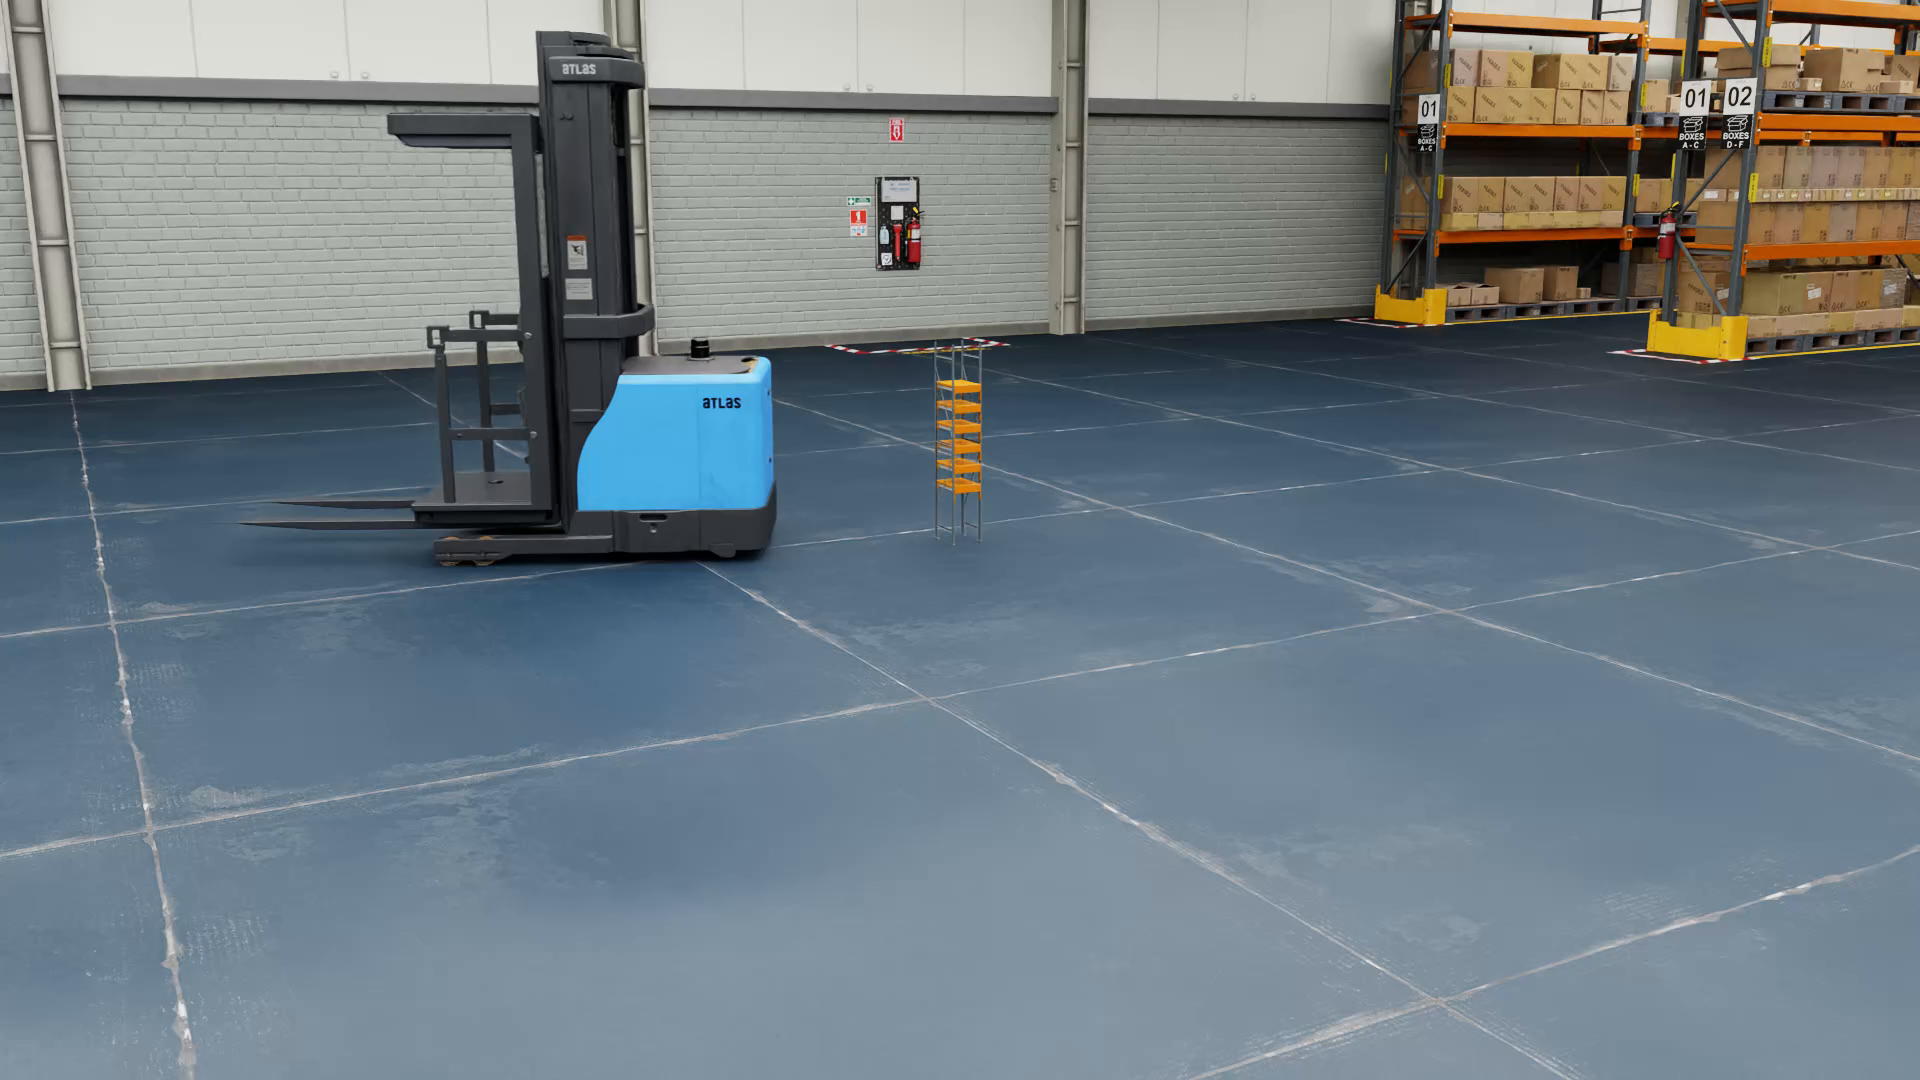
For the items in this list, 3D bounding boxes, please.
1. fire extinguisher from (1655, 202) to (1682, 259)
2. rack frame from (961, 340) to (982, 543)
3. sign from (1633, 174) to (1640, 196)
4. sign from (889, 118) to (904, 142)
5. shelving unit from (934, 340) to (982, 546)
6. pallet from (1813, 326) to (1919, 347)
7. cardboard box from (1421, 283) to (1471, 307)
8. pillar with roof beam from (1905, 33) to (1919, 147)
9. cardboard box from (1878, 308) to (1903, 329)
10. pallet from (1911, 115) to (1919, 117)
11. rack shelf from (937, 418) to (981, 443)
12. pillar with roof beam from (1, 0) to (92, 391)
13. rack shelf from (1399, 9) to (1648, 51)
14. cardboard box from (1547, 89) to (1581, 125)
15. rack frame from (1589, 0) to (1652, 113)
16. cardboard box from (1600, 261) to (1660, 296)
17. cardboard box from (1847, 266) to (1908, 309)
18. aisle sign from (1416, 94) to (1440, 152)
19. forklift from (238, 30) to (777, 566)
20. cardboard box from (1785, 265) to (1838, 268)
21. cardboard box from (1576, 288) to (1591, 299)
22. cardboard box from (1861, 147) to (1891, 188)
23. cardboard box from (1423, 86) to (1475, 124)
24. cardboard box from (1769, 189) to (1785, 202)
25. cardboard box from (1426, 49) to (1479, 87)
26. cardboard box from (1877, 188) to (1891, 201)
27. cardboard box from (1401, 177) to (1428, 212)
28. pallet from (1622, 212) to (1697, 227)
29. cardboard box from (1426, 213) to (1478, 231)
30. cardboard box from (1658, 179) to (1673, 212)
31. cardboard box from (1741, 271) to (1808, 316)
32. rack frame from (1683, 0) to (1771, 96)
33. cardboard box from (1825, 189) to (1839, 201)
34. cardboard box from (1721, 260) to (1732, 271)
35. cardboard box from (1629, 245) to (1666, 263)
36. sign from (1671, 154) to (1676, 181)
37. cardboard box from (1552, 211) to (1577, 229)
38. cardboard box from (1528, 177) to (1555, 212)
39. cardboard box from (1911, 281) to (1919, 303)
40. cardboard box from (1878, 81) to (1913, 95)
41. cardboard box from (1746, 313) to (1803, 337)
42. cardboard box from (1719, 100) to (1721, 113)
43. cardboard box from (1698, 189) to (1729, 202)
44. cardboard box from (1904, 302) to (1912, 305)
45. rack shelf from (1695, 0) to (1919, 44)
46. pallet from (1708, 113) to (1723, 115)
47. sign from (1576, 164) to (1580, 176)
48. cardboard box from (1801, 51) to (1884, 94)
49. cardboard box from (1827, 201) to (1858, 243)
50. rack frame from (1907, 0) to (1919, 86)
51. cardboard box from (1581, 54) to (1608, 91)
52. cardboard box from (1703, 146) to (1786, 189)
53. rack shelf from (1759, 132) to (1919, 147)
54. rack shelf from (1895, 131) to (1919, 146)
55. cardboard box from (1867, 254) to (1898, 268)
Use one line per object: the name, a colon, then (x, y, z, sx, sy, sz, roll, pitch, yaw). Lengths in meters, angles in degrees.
fire extinguisher: (8.561, -3.748, 20.109, 0.183, 0.674, 0.296, -7, 14, -28)
rack frame: (0.068, -0.593, 10.013, 0.006, 1.200, 0.240, -7, 14, -28)
sign: (10.288, -5.403, 25.312, 0.005, 0.325, 0.100, -7, 14, -28)
sign: (-0.798, -5.169, 20.966, 0.199, 0.298, 0.001, -7, 14, -28)
shelving unit: (-0.013, -0.584, 9.971, 0.189, 1.200, 0.258, -7, 14, -28)
pallet: (11.680, -2.694, 21.598, 1.213, 0.211, 1.003, -7, 14, -28)
cardboard box: (7.161, -3.622, 24.491, 0.500, 0.311, 0.500, -9, 15, -34)
pillar with roof beam: (19.306, -8.263, 26.330, 0.400, 9.000, 9.100, -7, 14, -28)
cardboard box: (11.652, -2.852, 21.254, 0.500, 0.250, 0.500, -7, 14, -28)
pallet: (13.166, -5.595, 21.743, 1.217, 0.209, 0.805, -8, 15, -30)
rack shelf: (-0.013, -0.658, 9.954, 0.180, 0.103, 0.258, -7, 14, -28)
pillar with roof beam: (-7.026, -5.107, 12.307, 0.400, 9.000, 9.100, -7, 14, -28)
rack shelf: (8.266, -7.448, 24.354, 4.000, 0.370, 1.077, -7, 14, -28)
cardboard box: (8.778, -6.389, 24.561, 0.500, 0.500, 0.500, -7, 15, -30)
rack frame: (10.021, -8.011, 25.209, 0.127, 3.000, 1.000, -7, 14, -28)
cardboard box: (10.659, -4.160, 26.452, 0.500, 0.500, 0.700, -6, 14, -26)
cardboard box: (11.651, -3.218, 21.174, 0.500, 0.500, 0.500, -7, 14, -28)
aisle sign: (6.591, -5.866, 23.422, 0.004, 0.787, 0.394, -7, 14, -28)
forklift: (-2.644, -1.401, 9.658, 3.031, 2.935, 1.130, -1, 13, -3)
cardboard box: (10.963, -3.265, 21.385, 0.500, 0.500, 0.500, -7, 14, -28)
cardboard box: (9.566, -3.854, 25.855, 0.250, 0.166, 0.380, -9, 16, -35)
cardboard box: (11.129, -4.658, 20.791, 0.500, 0.500, 0.700, -7, 14, -28)
cardboard box: (6.924, -6.172, 23.598, 0.500, 0.500, 0.500, -6, 14, -26)
cardboard box: (9.565, -4.102, 19.801, 0.250, 0.149, 0.380, -7, 15, -29)
cardboard box: (6.965, -6.667, 23.518, 0.500, 0.500, 0.500, -8, 15, -32)
cardboard box: (11.368, -4.318, 20.761, 0.250, 0.149, 0.380, -7, 14, -28)
cardboard box: (6.822, -5.056, 24.332, 0.500, 0.500, 0.500, -7, 14, -28)
pallet: (10.762, -5.043, 26.122, 1.213, 0.211, 1.003, -7, 14, -28)
cardboard box: (7.091, -4.590, 23.969, 0.500, 0.250, 0.500, -7, 15, -29)
cardboard box: (10.978, -5.452, 26.273, 0.500, 0.500, 0.700, -5, 14, -22)
cardboard box: (9.902, -3.005, 20.227, 0.500, 0.500, 0.500, -7, 14, -28)
rack frame: (8.887, -6.636, 19.099, 0.127, 3.000, 1.000, -7, 14, -28)
cardboard box: (10.464, -4.210, 20.279, 0.250, 0.149, 0.380, -7, 14, -29)
cardboard box: (12.417, -4.382, 27.442, 0.500, 0.500, 0.700, -7, 14, -28)
cardboard box: (11.044, -4.573, 26.579, 0.500, 0.250, 0.500, -7, 15, -29)
sign: (8.639, -4.495, 20.076, 0.005, 0.325, 0.100, -7, 14, -28)
cardboard box: (8.875, -4.806, 24.927, 0.500, 0.250, 0.500, -7, 14, -28)
cardboard box: (8.416, -5.118, 24.606, 0.500, 0.500, 0.500, -6, 14, -26)
cardboard box: (12.880, -3.262, 21.802, 0.500, 0.311, 0.500, -7, 14, -28)
cardboard box: (11.470, -5.564, 20.467, 0.250, 0.149, 0.380, -7, 14, -28)
cardboard box: (9.902, -2.639, 20.311, 0.500, 0.250, 0.500, -7, 14, -28)
cardboard box: (12.350, -6.910, 26.868, 0.637, 0.503, 0.797, -5, 14, -20)
cardboard box: (9.131, -4.151, 20.018, 0.250, 0.149, 0.380, -7, 15, -29)
cardboard box: (12.623, -3.093, 22.326, 0.500, 0.250, 0.500, -7, 14, -28)
rack shelf: (10.643, -6.300, 20.157, 4.000, 0.370, 1.077, -7, 14, -28)
pallet: (11.523, -6.610, 26.244, 1.003, 0.211, 1.213, -7, 14, -28)
sign: (9.752, -5.755, 26.214, 0.005, 0.325, 0.100, -7, 14, -28)
cardboard box: (10.892, -5.768, 20.564, 0.637, 0.503, 0.797, -5, 14, -22)
cardboard box: (10.661, -3.968, 20.680, 0.500, 0.500, 0.700, -6, 14, -26)
rack frame: (17.043, -8.852, 28.949, 0.127, 3.000, 1.000, -7, 14, -28)
cardboard box: (9.233, -6.929, 24.683, 0.500, 0.500, 0.500, -6, 14, -25)
cardboard box: (9.350, -4.443, 19.837, 0.500, 0.500, 0.700, -7, 14, -28)
rack shelf: (15.288, -6.828, 28.422, 4.000, 0.370, 1.077, -7, 14, -28)
rack shelf: (14.154, -5.453, 22.312, 4.000, 0.370, 1.077, -7, 14, -28)
cardboard box: (15.756, -4.894, 28.964, 0.750, 0.750, 0.750, -6, 14, -26)
